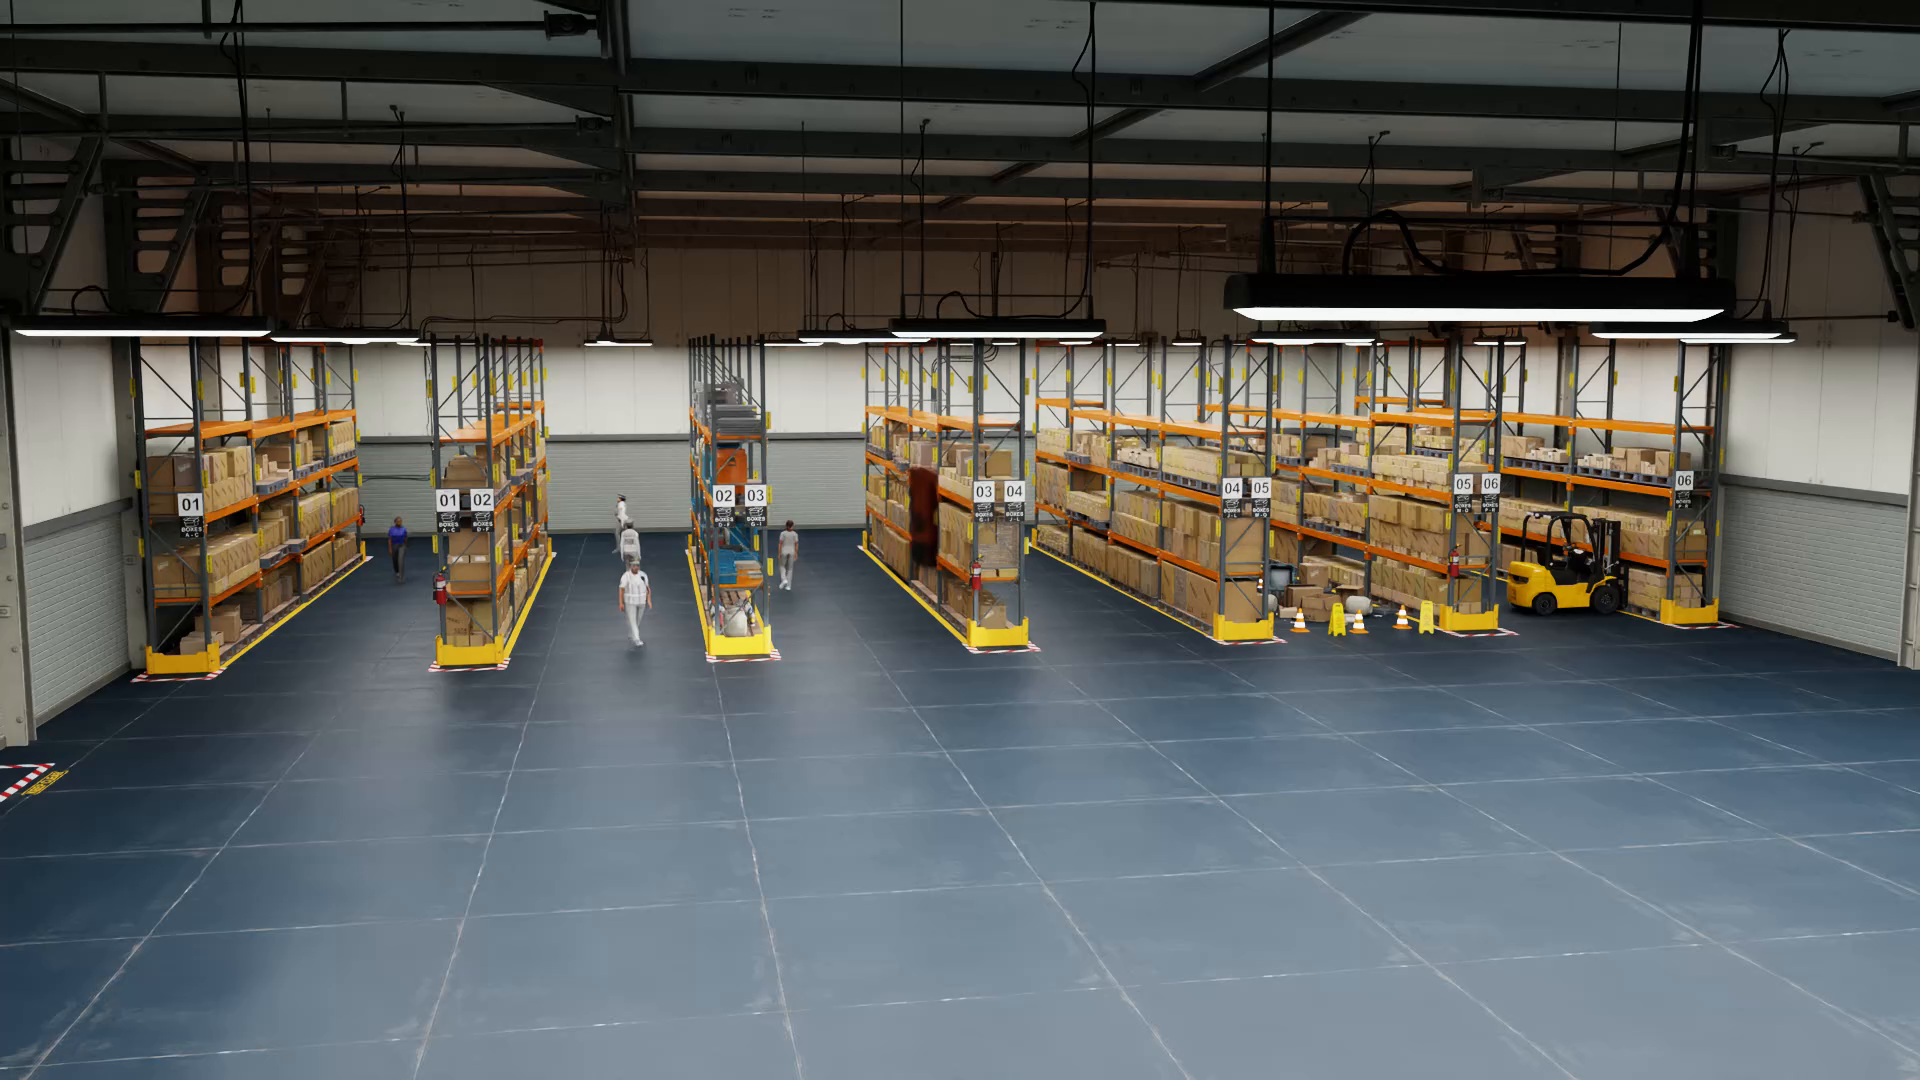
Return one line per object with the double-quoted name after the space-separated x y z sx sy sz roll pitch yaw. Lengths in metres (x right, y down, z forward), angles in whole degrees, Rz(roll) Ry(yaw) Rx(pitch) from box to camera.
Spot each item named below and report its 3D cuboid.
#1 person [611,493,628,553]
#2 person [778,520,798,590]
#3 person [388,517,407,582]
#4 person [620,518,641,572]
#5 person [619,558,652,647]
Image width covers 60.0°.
-9.564 -0.475 46.958 0.599 1.712 0.528 1 7 6 "person"
-4.082 0.354 39.573 0.481 1.668 0.463 -1 7 -6 "person"
-13.870 0.208 41.051 0.425 1.595 1.045 -1 7 -11 "person"
-7.909 0.332 39.856 0.521 1.680 0.485 2 7 17 "person"
-6.212 1.193 31.966 0.570 1.704 1.080 -5 9 -40 "person"
